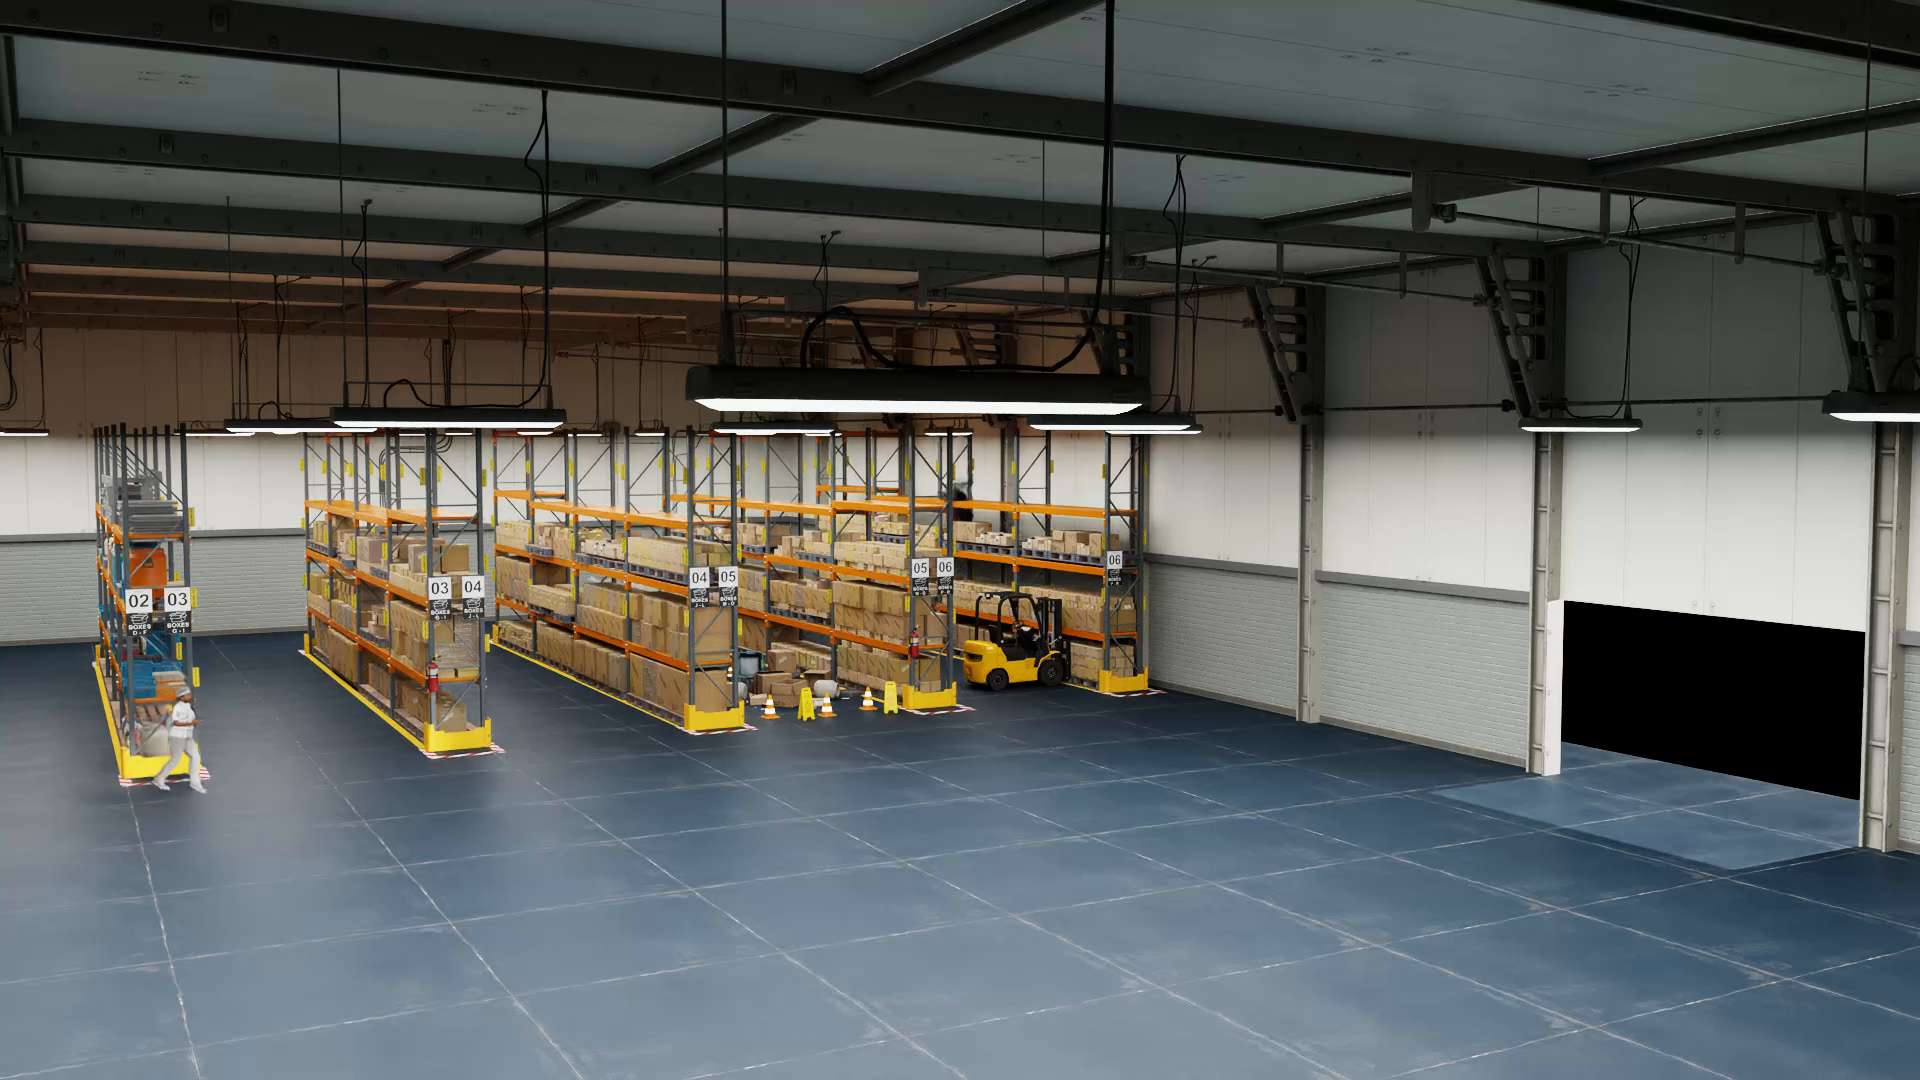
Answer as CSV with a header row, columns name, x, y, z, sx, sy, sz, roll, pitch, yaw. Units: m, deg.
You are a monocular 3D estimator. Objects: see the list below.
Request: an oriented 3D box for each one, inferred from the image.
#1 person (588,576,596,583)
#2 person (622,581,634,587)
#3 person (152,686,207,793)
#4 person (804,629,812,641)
name,x,y,z,sx,sy,sz,roll,pitch,yaw
person,-10.484,1.935,47.334,0.877,1.808,0.648,3,5,43
person,-9.963,1.820,49.995,0.698,1.800,0.729,-2,4,-24
person,-12.658,3.244,27.007,0.824,1.747,0.582,0,3,-2
person,-4.321,2.072,46.978,0.584,1.612,0.720,-3,4,-37
